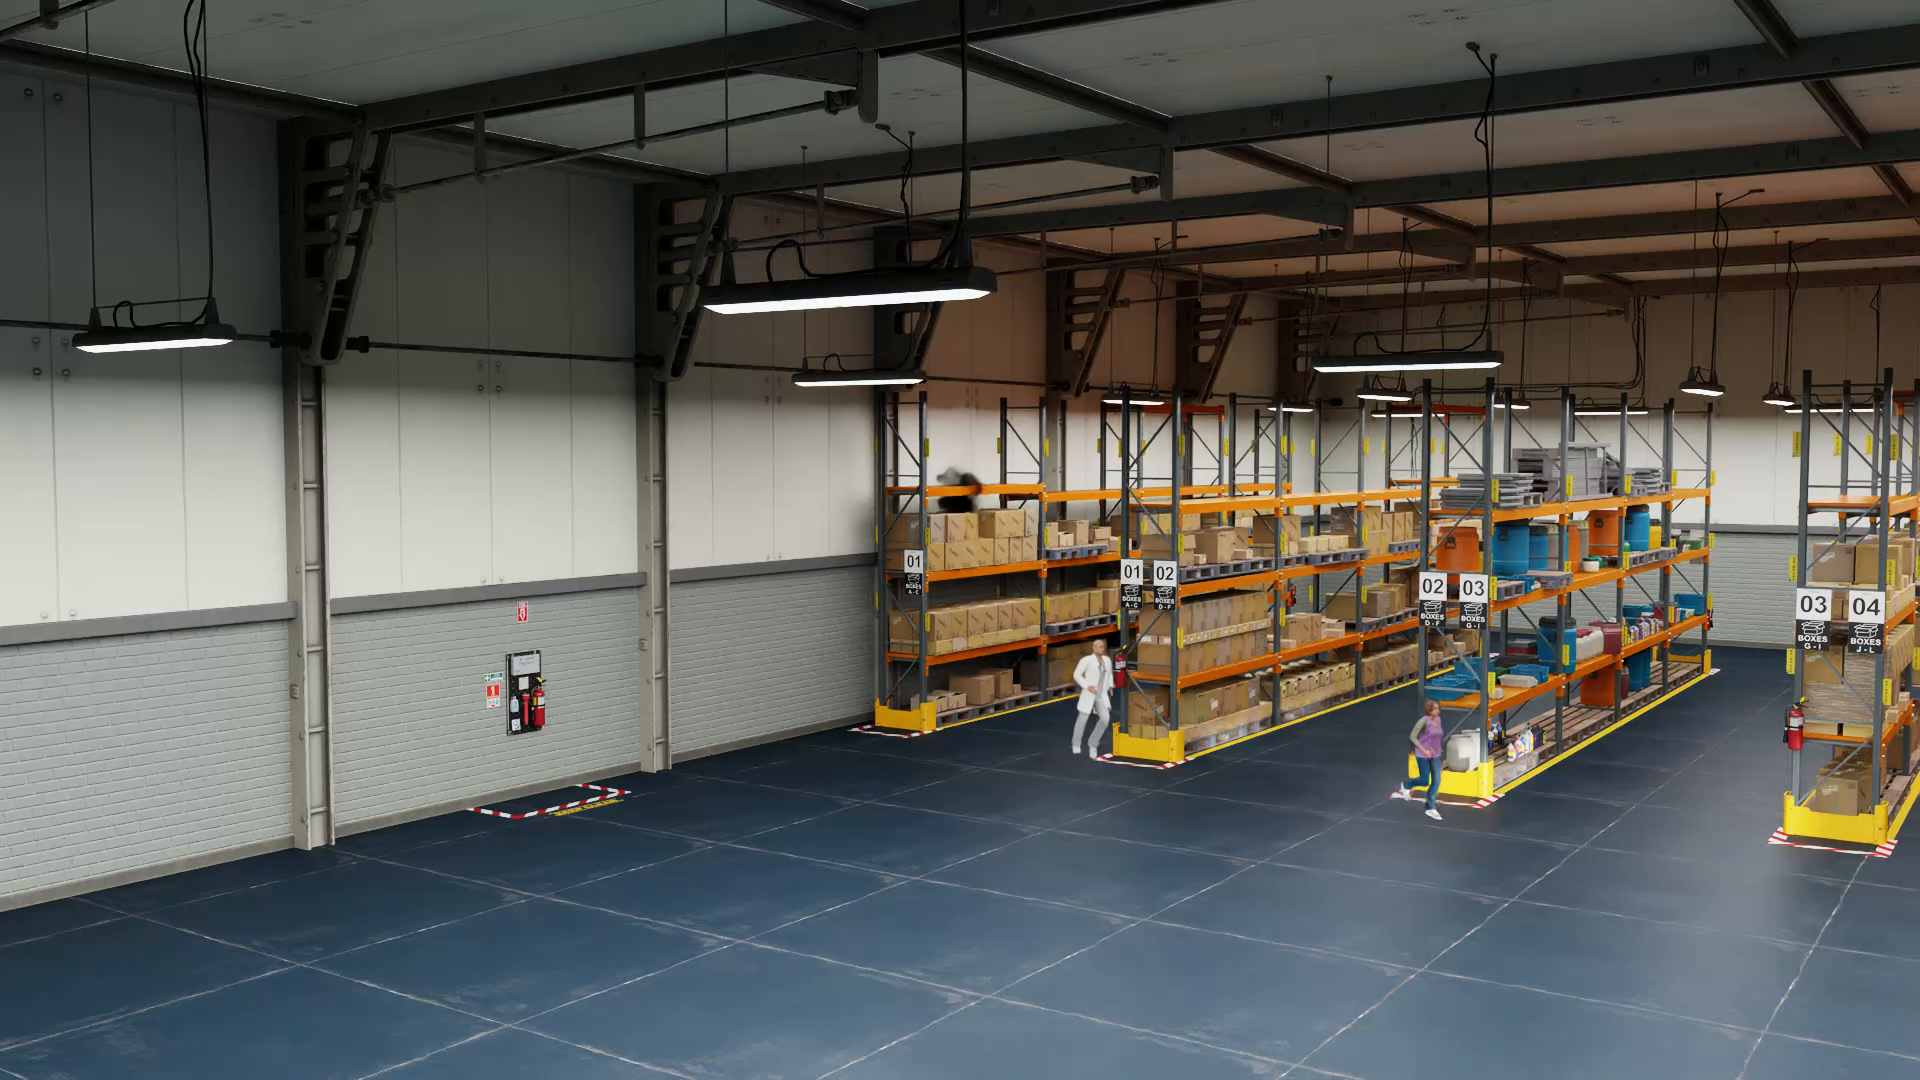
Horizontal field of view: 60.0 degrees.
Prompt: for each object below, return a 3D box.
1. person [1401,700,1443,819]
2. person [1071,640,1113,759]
[{"bbox_3d":[6.358,2.968,22.742,0.566,1.583,0.753,-2,4,-31],"label":"person"},{"bbox_3d":[2.094,2.450,25.702,0.772,1.811,0.678,-1,3,-23],"label":"person"}]
